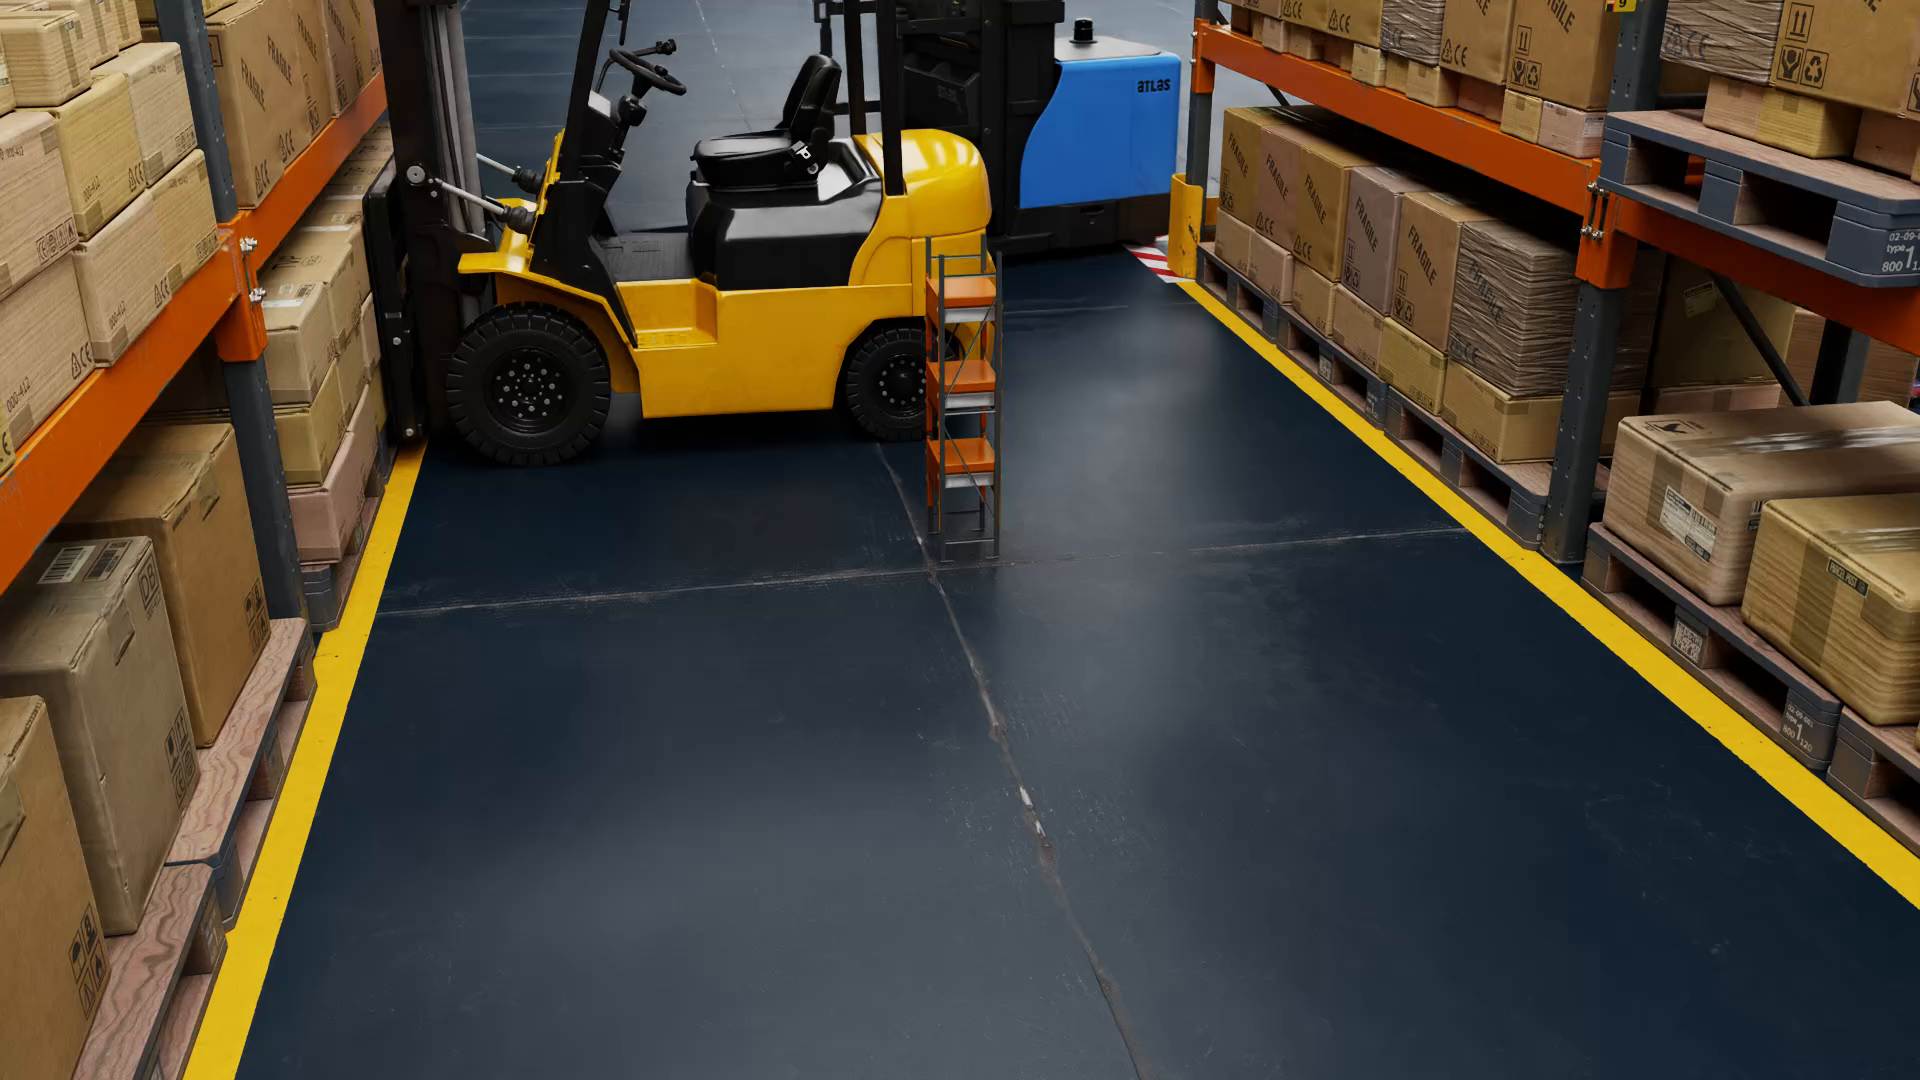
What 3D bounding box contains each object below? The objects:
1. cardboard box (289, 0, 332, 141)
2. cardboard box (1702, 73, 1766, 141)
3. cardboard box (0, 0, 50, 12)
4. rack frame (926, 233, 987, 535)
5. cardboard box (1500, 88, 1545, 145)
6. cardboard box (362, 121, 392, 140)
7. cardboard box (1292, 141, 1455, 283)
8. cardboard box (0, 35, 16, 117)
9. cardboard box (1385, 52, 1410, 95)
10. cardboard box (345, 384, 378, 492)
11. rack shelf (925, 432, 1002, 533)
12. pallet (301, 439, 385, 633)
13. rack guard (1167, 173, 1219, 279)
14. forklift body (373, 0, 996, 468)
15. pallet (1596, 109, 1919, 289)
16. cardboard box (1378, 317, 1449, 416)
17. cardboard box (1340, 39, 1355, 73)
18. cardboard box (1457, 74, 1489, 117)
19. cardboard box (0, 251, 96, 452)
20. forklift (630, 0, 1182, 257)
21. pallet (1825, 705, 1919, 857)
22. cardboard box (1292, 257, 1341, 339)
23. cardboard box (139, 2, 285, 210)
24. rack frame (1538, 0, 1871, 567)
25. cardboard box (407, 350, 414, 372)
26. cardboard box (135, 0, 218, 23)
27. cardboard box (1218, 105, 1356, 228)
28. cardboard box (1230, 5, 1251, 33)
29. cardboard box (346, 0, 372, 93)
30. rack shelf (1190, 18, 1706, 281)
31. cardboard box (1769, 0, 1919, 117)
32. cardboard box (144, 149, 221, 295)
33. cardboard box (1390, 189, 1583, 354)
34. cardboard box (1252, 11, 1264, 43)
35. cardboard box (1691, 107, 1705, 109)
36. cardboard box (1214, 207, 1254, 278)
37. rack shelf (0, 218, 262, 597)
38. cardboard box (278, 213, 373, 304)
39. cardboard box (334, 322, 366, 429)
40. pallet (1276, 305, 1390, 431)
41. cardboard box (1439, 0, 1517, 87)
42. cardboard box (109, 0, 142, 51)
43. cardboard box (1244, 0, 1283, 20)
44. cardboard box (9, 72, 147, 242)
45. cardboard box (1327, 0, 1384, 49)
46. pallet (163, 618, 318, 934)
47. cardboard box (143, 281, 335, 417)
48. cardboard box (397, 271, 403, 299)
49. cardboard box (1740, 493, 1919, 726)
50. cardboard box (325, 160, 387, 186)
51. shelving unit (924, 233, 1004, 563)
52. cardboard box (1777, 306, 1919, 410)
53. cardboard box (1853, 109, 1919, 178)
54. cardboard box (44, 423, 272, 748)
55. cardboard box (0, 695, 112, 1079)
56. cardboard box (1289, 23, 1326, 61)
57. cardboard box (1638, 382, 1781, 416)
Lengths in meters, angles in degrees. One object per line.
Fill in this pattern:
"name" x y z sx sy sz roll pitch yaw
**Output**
"cardboard box" -2.441 -1.619 5.583 0.500 0.500 0.500 -5 24 -10
"cardboard box" 2.261 -1.182 4.497 0.380 0.149 0.250 -4 24 -9
"cardboard box" -2.067 -1.001 3.359 0.380 0.149 0.250 -4 24 -10
"rack frame" -0.013 -0.508 5.602 0.200 1.050 0.008 -4 24 -10
"cardboard box" 2.058 -1.431 5.593 0.380 0.149 0.250 -4 24 -9
"cardboard box" -2.756 -1.782 7.744 0.500 0.250 0.500 -4 24 -8
"cardboard box" 1.798 -1.444 7.282 0.500 0.500 0.500 -4 24 -9
"cardboard box" -1.902 -0.800 2.898 0.380 0.149 0.250 -5 24 -11
"cardboard box" 1.902 -1.836 6.520 0.380 0.149 0.250 -5 24 -11
"cardboard box" -2.281 -0.322 5.650 0.500 0.250 0.500 -5 24 -11
"rack shelf" 0.010 -0.196 5.607 0.215 0.259 0.240 -4 24 -10
"pallet" -2.514 -0.014 5.519 1.003 0.211 1.213 -4 24 -10
"rack guard" 1.744 -1.743 9.116 1.175 0.500 0.348 -4 24 -10
"forklift body" -1.004 -1.550 6.611 2.313 2.155 1.214 -4 24 -10
"pallet" 2.468 -0.946 4.407 1.003 0.211 1.213 -4 24 -10
"cardboard box" 1.988 -0.699 6.513 0.500 0.250 0.500 -5 24 -11
"cardboard box" 1.829 -2.038 6.982 0.380 0.149 0.250 -5 24 -11
"cardboard box" 2.054 -1.639 6.068 0.380 0.149 0.250 -5 24 -10
"cardboard box" -1.897 -0.334 2.954 0.500 0.250 0.500 -4 24 -9
"forklift" -0.300 -2.983 8.918 3.031 2.935 1.130 -11 26 -24
"pallet" 2.844 0.720 3.838 1.003 0.211 1.213 -4 24 -10
"cardboard box" 1.808 -1.098 7.427 0.500 0.250 0.500 -3 24 -6
"cardboard box" -2.233 -1.216 4.661 0.500 0.500 0.500 -5 24 -11
"rack frame" 2.470 -1.345 5.082 1.000 3.000 0.127 -4 24 -10
"cardboard box" -2.466 -0.724 6.571 0.500 0.250 0.500 -4 24 -8
"cardboard box" -2.208 -1.464 4.419 0.380 0.149 0.250 -5 24 -11
"cardboard box" 1.612 -1.847 8.206 0.500 0.500 0.500 -5 24 -12
"cardboard box" 1.589 -2.654 8.393 0.380 0.149 0.250 -4 24 -10
"cardboard box" -2.616 -2.015 6.491 0.500 0.500 0.500 -5 24 -11
"rack shelf" 2.100 -1.802 7.027 1.077 0.370 4.000 -4 24 -10
"cardboard box" 2.368 -1.317 3.996 0.500 0.500 0.500 -4 24 -10
"cardboard box" -2.058 -0.729 3.858 0.500 0.250 0.500 -4 24 -9
"cardboard box" 2.001 -1.034 6.343 0.500 0.500 0.500 -4 24 -9
"cardboard box" 1.619 -2.446 7.916 0.380 0.149 0.250 -5 24 -11
"cardboard box" 2.629 -1.473 5.689 0.380 0.149 0.250 -4 24 -8
"cardboard box" 1.607 -1.513 8.377 0.500 0.250 0.500 -5 24 -10
"rack shelf" -2.038 0.140 2.580 1.077 0.370 4.000 -4 24 -10
"cardboard box" -2.377 -0.977 5.901 0.500 0.250 0.500 -3 24 -8
"cardboard box" -2.289 -0.549 5.545 0.500 0.250 0.500 -4 24 -10
"pallet" 2.082 -0.810 7.340 1.003 0.211 1.213 -4 24 -10
"cardboard box" 2.041 -1.885 5.823 0.500 0.500 0.500 -4 24 -8
"cardboard box" -2.126 -1.201 3.817 0.380 0.149 0.250 -3 24 -8
"cardboard box" 1.644 -2.690 7.665 0.500 0.500 0.500 -4 24 -8
"cardboard box" -1.964 -0.760 3.306 0.500 0.250 0.500 -5 24 -11
"cardboard box" 1.841 -2.290 6.750 0.500 0.500 0.500 -5 24 -11
"pallet" -2.233 0.589 4.138 1.003 0.211 1.213 -4 24 -10
"cardboard box" -2.189 -0.580 4.992 0.500 0.250 0.500 -5 24 -11
"cardboard box" -2.463 -0.946 6.454 0.500 0.250 0.500 -4 24 -10
"cardboard box" 2.705 0.155 4.405 0.950 0.372 0.625 -3 24 -6
"cardboard box" -2.552 -1.384 6.832 0.500 0.250 0.500 -4 24 -9
"shelving unit" 0.010 -0.460 5.492 0.215 1.050 0.252 -4 24 -10
"cardboard box" 3.609 -0.723 6.777 0.500 0.500 0.500 13 27 27
"cardboard box" 2.426 -0.977 4.028 0.380 0.149 0.250 -3 24 -6
"cardboard box" -2.300 0.124 4.161 0.875 0.625 0.625 -3 24 -7
"cardboard box" -2.023 0.725 2.784 0.875 0.625 0.625 -5 24 -12
"cardboard box" 1.702 -2.243 7.452 0.380 0.149 0.250 -4 24 -8
"cardboard box" 2.626 -0.529 6.125 0.500 0.250 0.500 -5 24 -12
